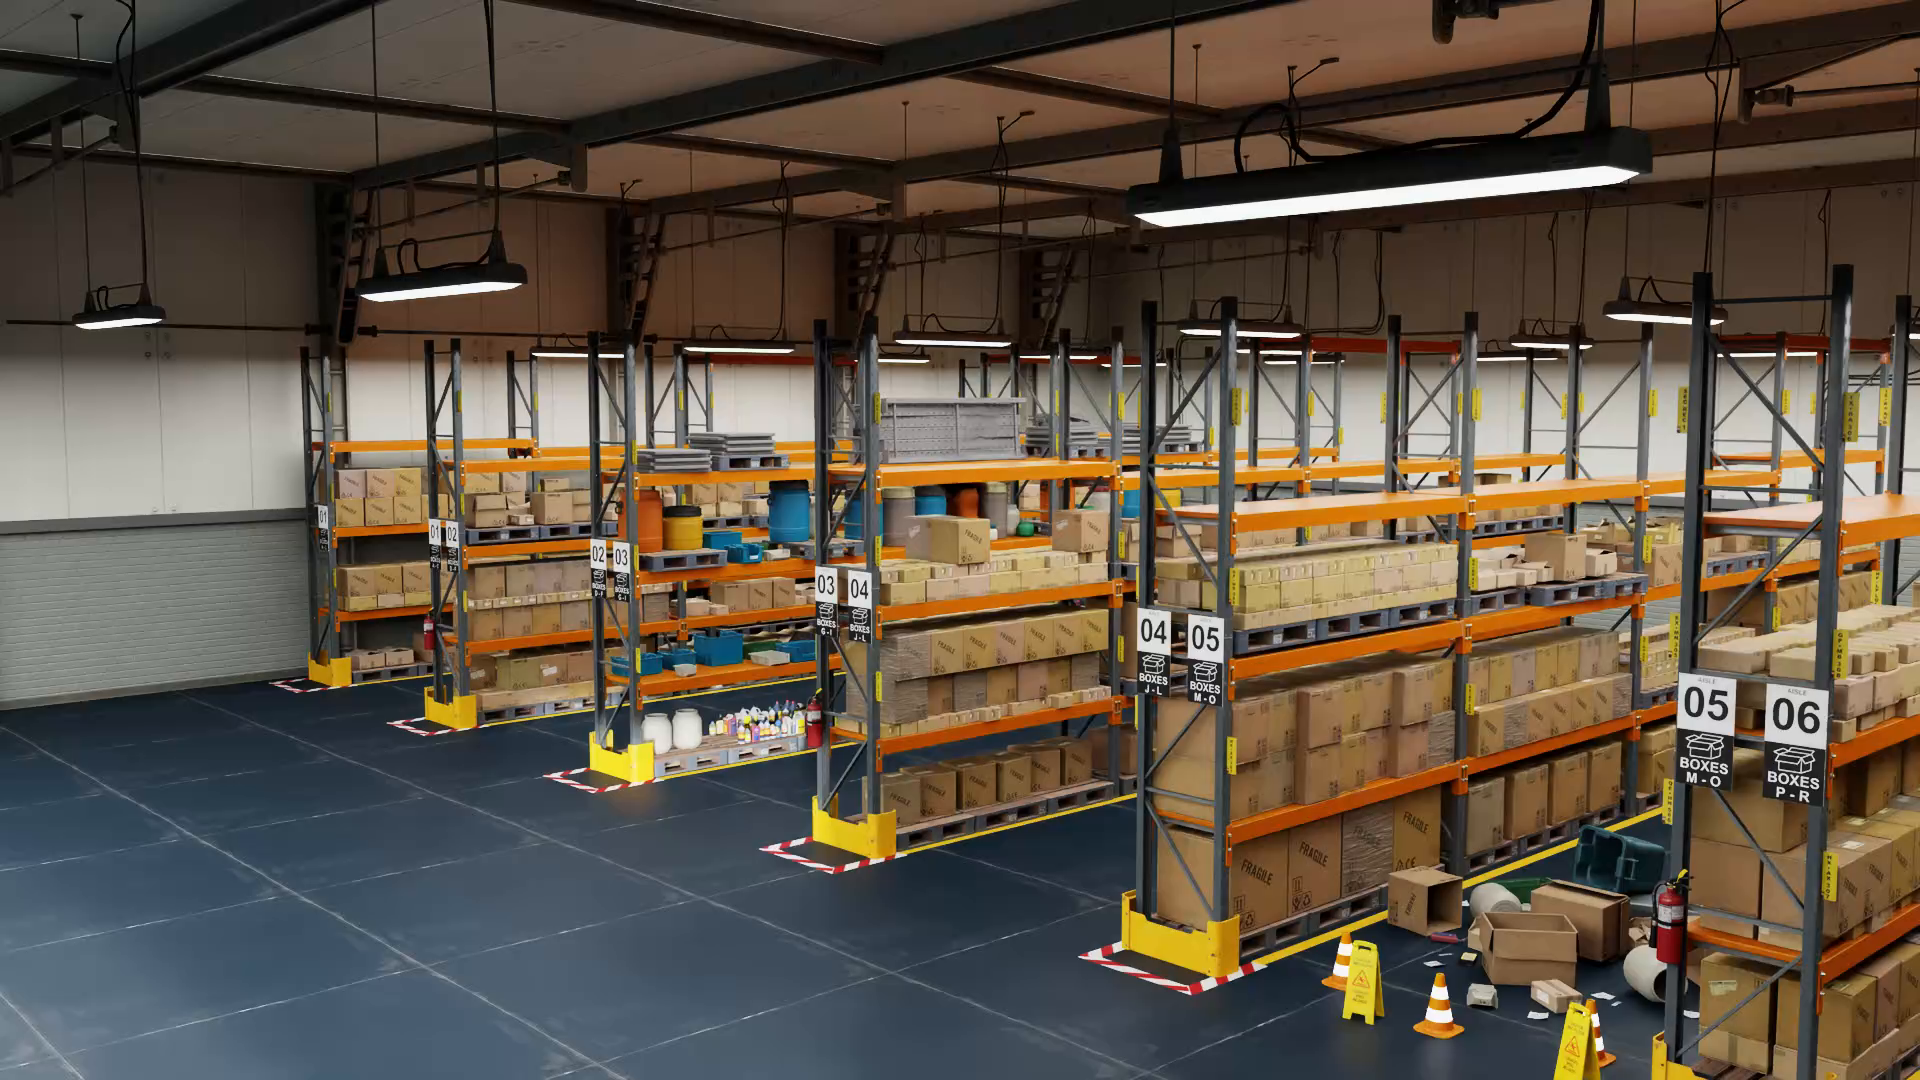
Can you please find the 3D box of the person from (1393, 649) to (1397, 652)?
[{"bbox_3d":[6.183,2.313,23.464,0.733,1.606,0.534,-5,7,-42],"label":"person"}]
